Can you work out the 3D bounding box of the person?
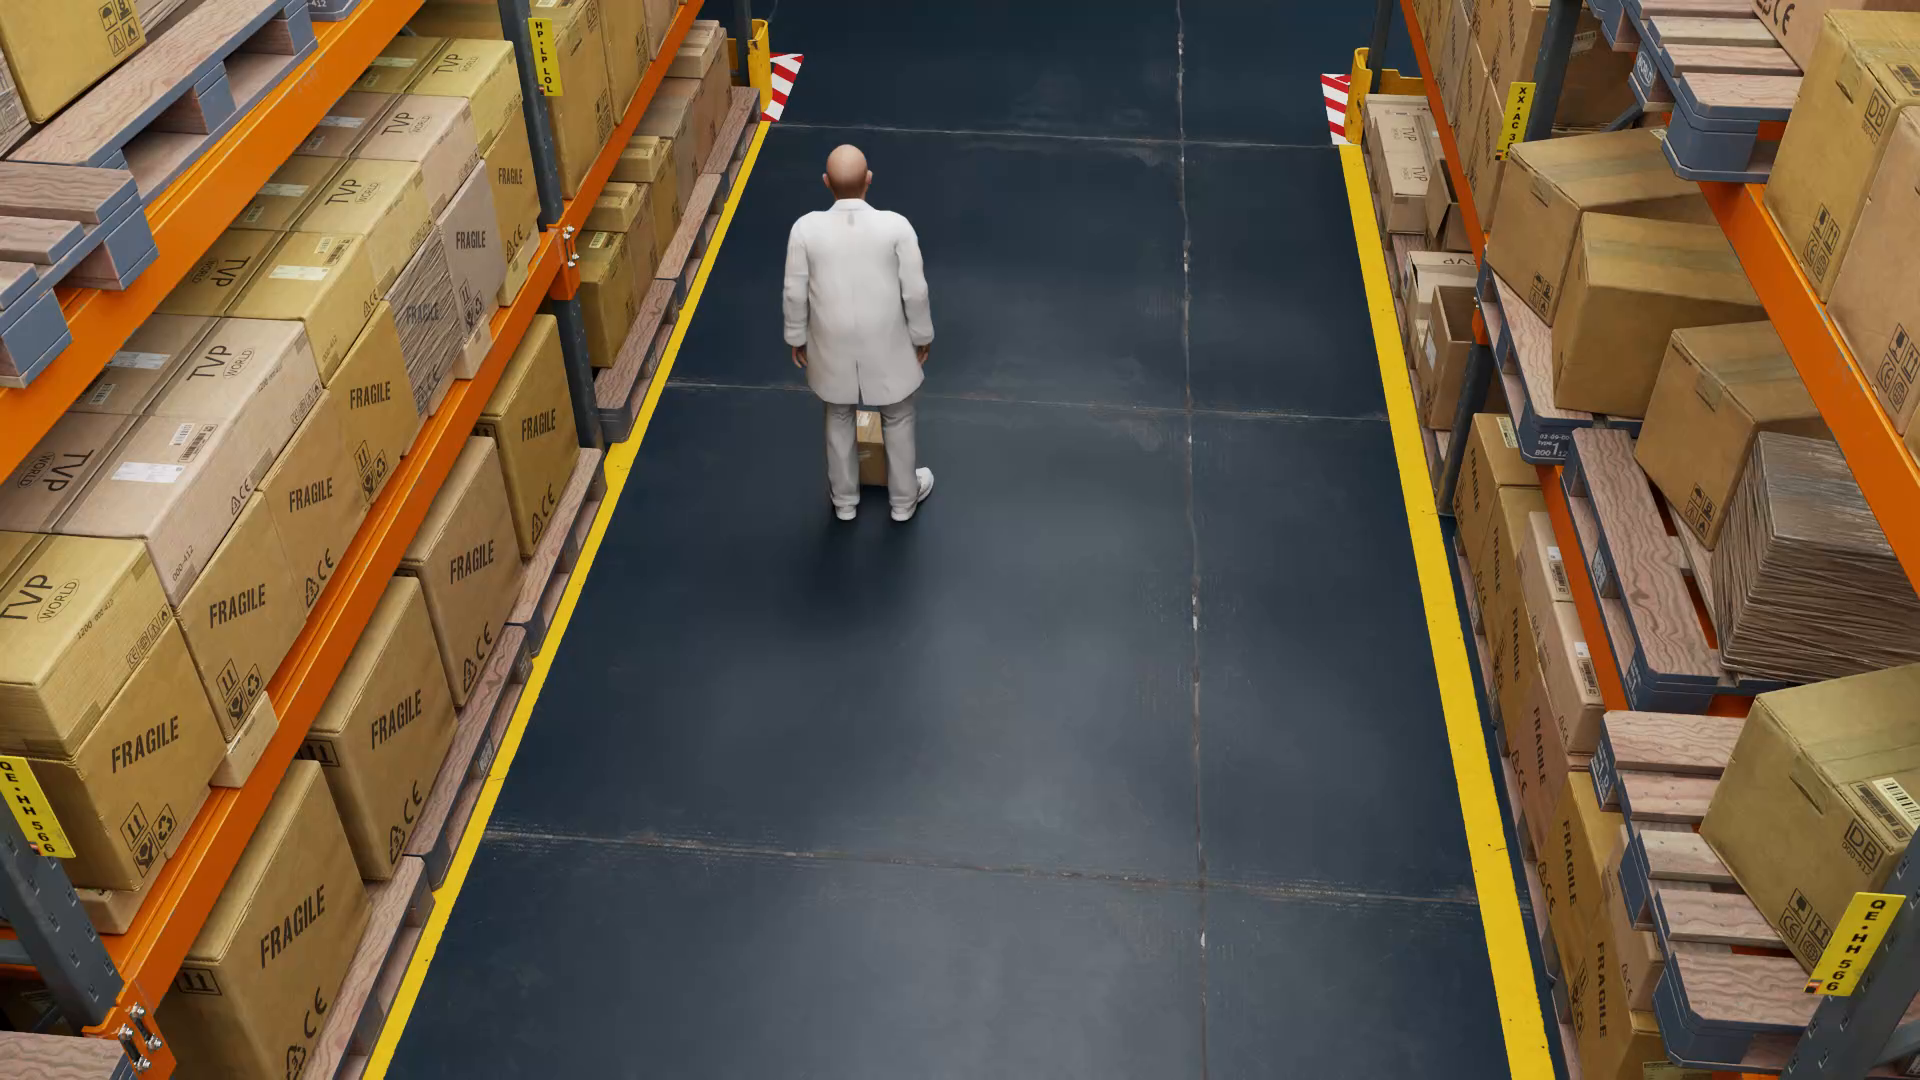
[{"bbox_3d":[-0.439,-0.866,7.217,0.653,1.774,0.424,1,40,1],"label":"person"}]
